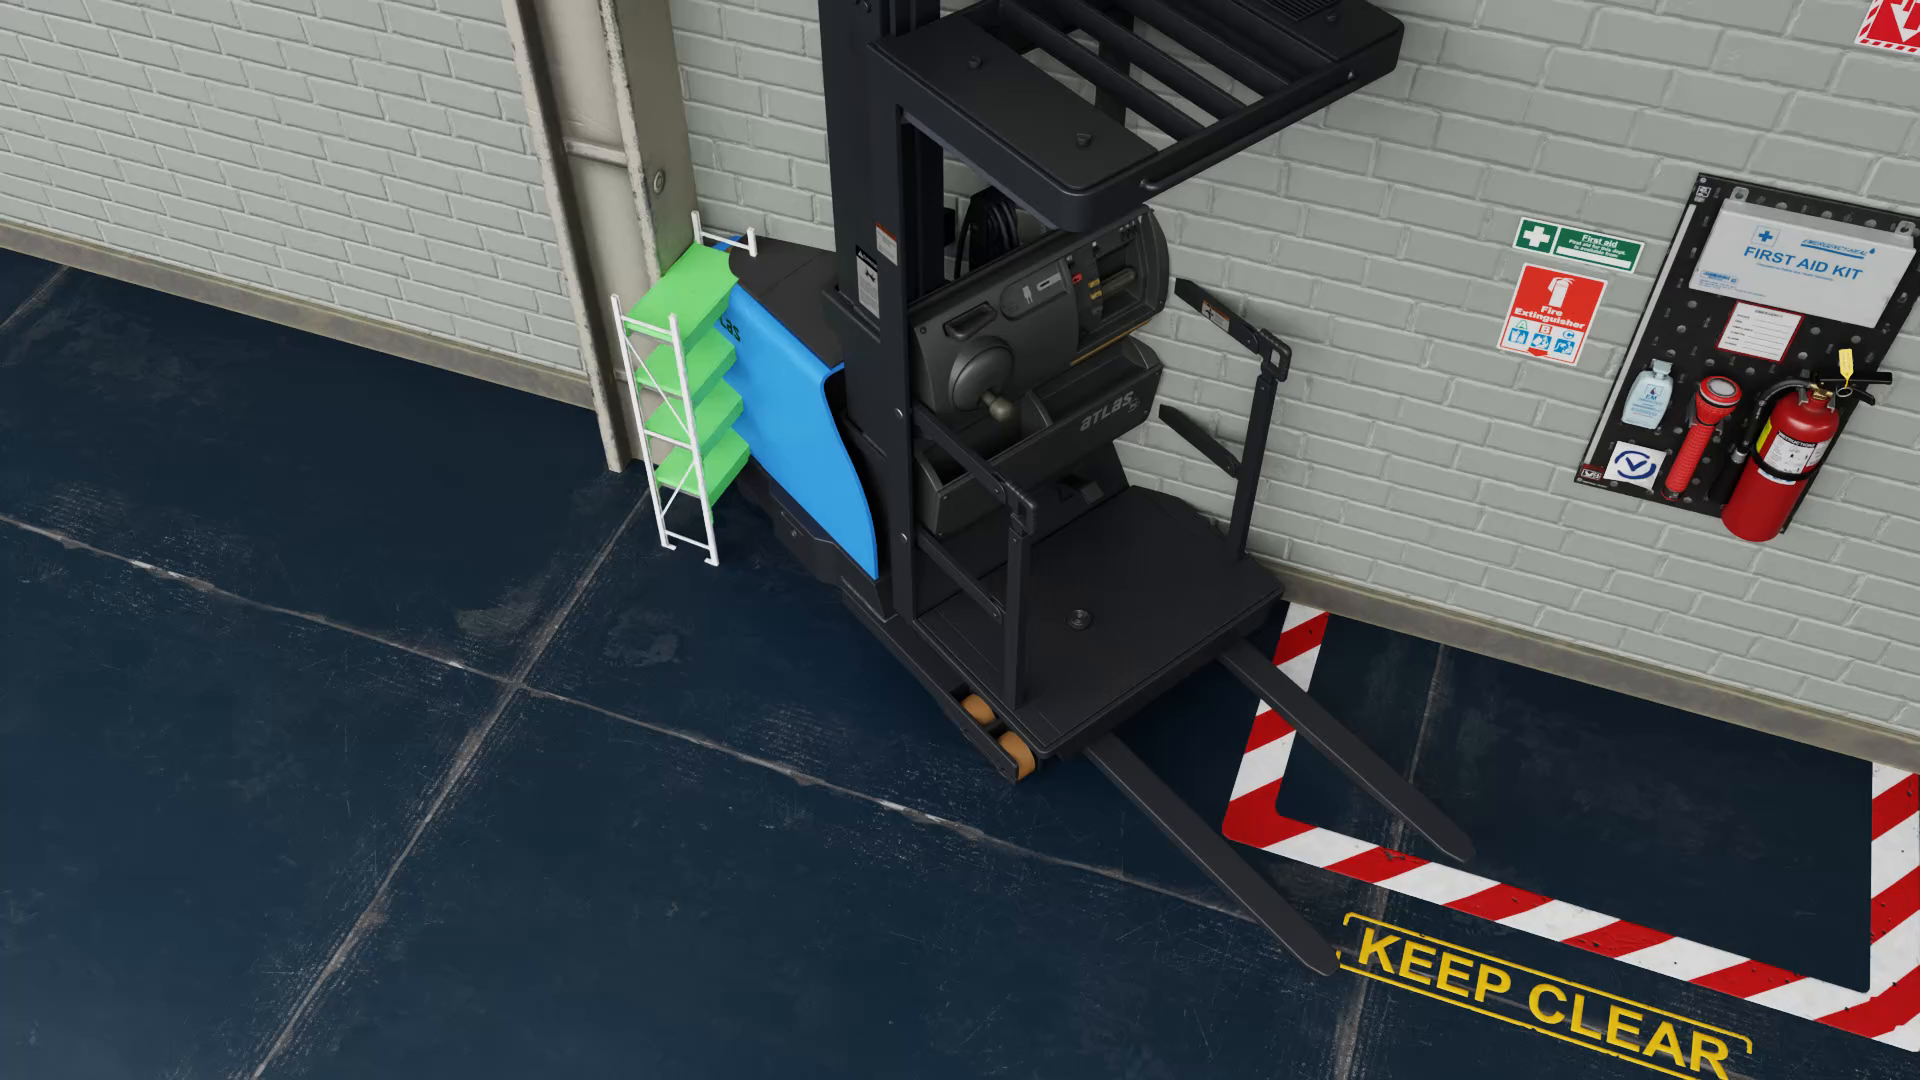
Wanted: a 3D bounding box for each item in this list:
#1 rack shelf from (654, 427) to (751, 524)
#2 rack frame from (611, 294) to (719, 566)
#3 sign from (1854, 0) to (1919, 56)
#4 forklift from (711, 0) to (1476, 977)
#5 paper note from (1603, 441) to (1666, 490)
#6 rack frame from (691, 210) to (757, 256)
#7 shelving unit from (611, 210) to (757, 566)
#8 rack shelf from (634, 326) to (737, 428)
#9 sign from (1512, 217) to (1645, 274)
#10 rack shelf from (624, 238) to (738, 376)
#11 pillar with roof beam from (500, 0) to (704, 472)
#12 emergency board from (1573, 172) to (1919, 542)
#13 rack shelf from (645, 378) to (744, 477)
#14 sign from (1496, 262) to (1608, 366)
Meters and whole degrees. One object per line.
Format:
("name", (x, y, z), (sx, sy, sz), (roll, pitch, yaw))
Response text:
("rack shelf", (-0.900, -0.306, 6.126), (0.258, 0.148, 0.480), (19, 51, 17))
("rack frame", (-1.007, -0.346, 5.753), (0.240, 1.200, 0.015), (19, 51, 17))
("sign", (2.216, -1.251, 3.815), (0.199, 0.298, 0.001), (16, 51, 13))
("forklift", (0.390, -0.590, 4.822), (1.130, 2.935, 3.031), (-31, 56, -24))
("paper note", (2.046, -0.226, 5.044), (0.142, 0.148, 0.016), (16, 51, 13))
("rack frame", (-0.797, -0.674, 6.047), (0.240, 1.200, 0.015), (19, 51, 17))
("shelving unit", (-0.902, -0.510, 5.900), (0.258, 1.200, 0.503), (19, 51, 17))
("rack shelf", (-0.903, -0.628, 5.770), (0.258, 0.148, 0.480), (19, 51, 17))
("sign", (1.707, -0.815, 4.597), (0.331, 0.109, 0.001), (16, 51, 13))
("rack shelf", (-0.904, -0.789, 5.592), (0.258, 0.148, 0.480), (19, 51, 17))
("pillar with roof beam", (-2.627, -0.229, 0.494), (0.400, 9.000, 9.100), (16, 51, 13))
("emergency board", (2.189, -0.419, 4.628), (0.643, 1.169, 0.194), (16, 51, 13))
("rack shelf", (-0.902, -0.467, 5.948), (0.258, 0.148, 0.480), (19, 51, 17))
("sign", (1.706, -0.649, 4.804), (0.234, 0.329, 0.001), (16, 51, 13))
